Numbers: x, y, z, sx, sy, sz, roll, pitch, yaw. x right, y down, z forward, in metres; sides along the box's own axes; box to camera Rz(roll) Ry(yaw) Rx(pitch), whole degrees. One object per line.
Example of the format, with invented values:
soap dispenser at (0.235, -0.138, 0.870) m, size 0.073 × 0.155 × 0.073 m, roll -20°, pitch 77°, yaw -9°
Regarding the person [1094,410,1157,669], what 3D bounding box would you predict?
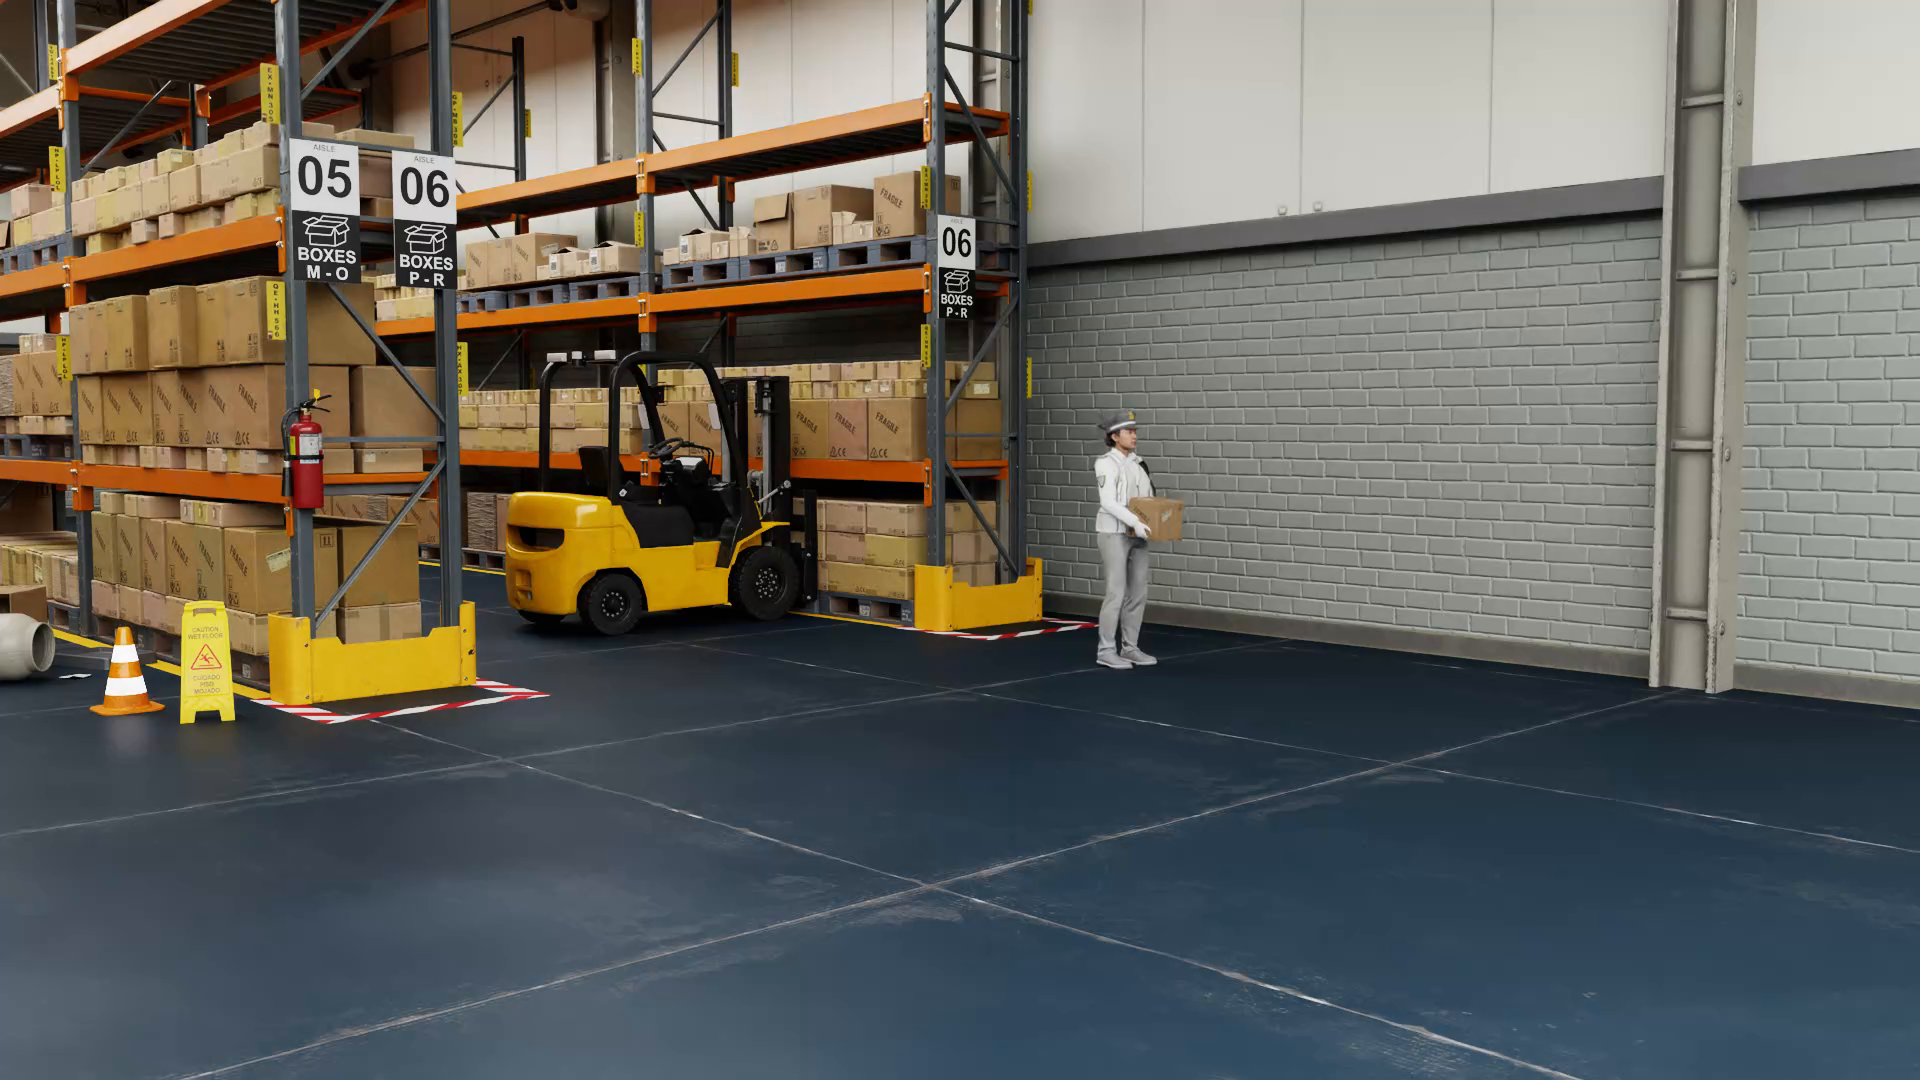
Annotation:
person at (1.140, -0.010, 10.950) m, size 0.479 × 1.692 × 0.529 m, roll -4°, pitch 6°, yaw -44°
